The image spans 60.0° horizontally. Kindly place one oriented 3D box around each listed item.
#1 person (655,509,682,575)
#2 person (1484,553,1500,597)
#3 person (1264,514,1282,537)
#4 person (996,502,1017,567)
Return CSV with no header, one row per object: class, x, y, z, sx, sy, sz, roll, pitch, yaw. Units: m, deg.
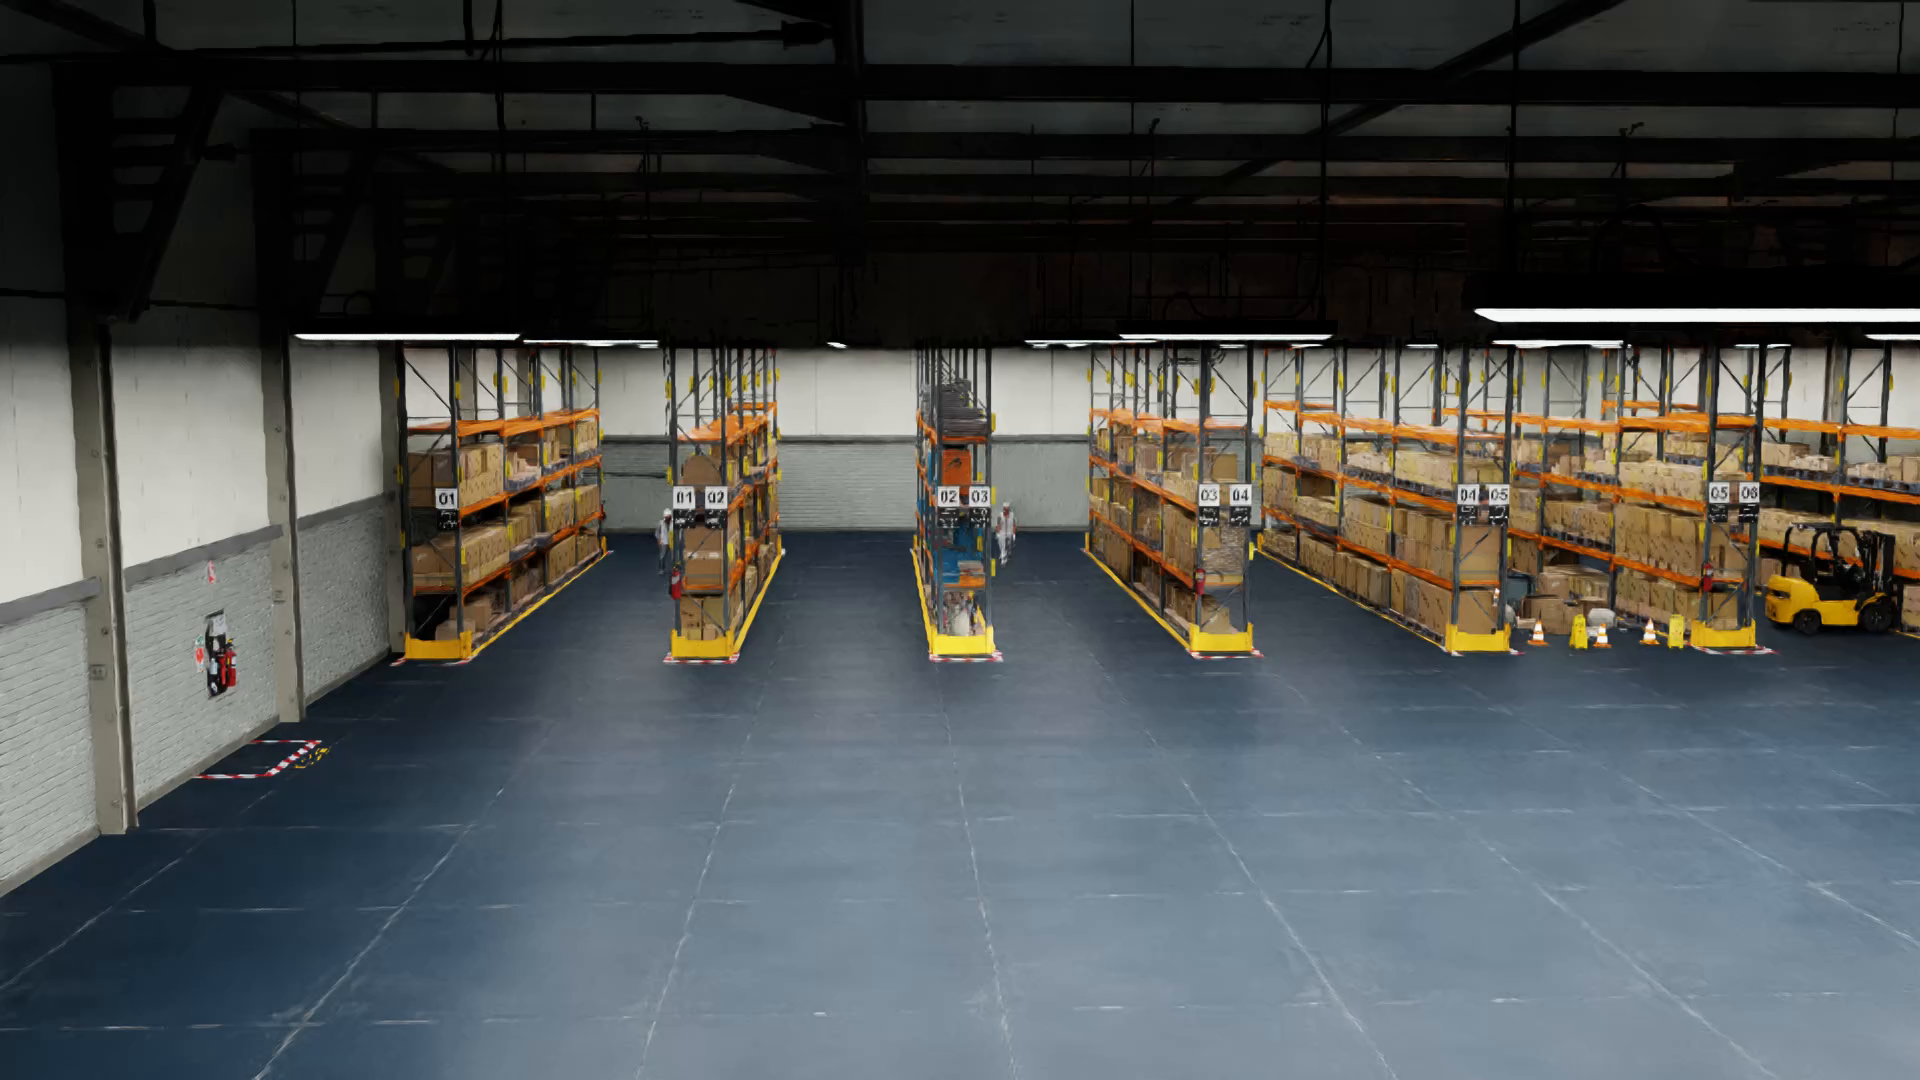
person,-7.440,0.053,42.462,0.677,1.726,0.574,0,7,-4
person,12.300,0.513,38.200,0.474,1.739,0.628,-4,8,-31
person,9.553,-0.816,50.510,0.528,1.613,0.921,3,7,25
person,1.240,-0.165,44.257,0.549,1.709,1.128,-1,7,-5
